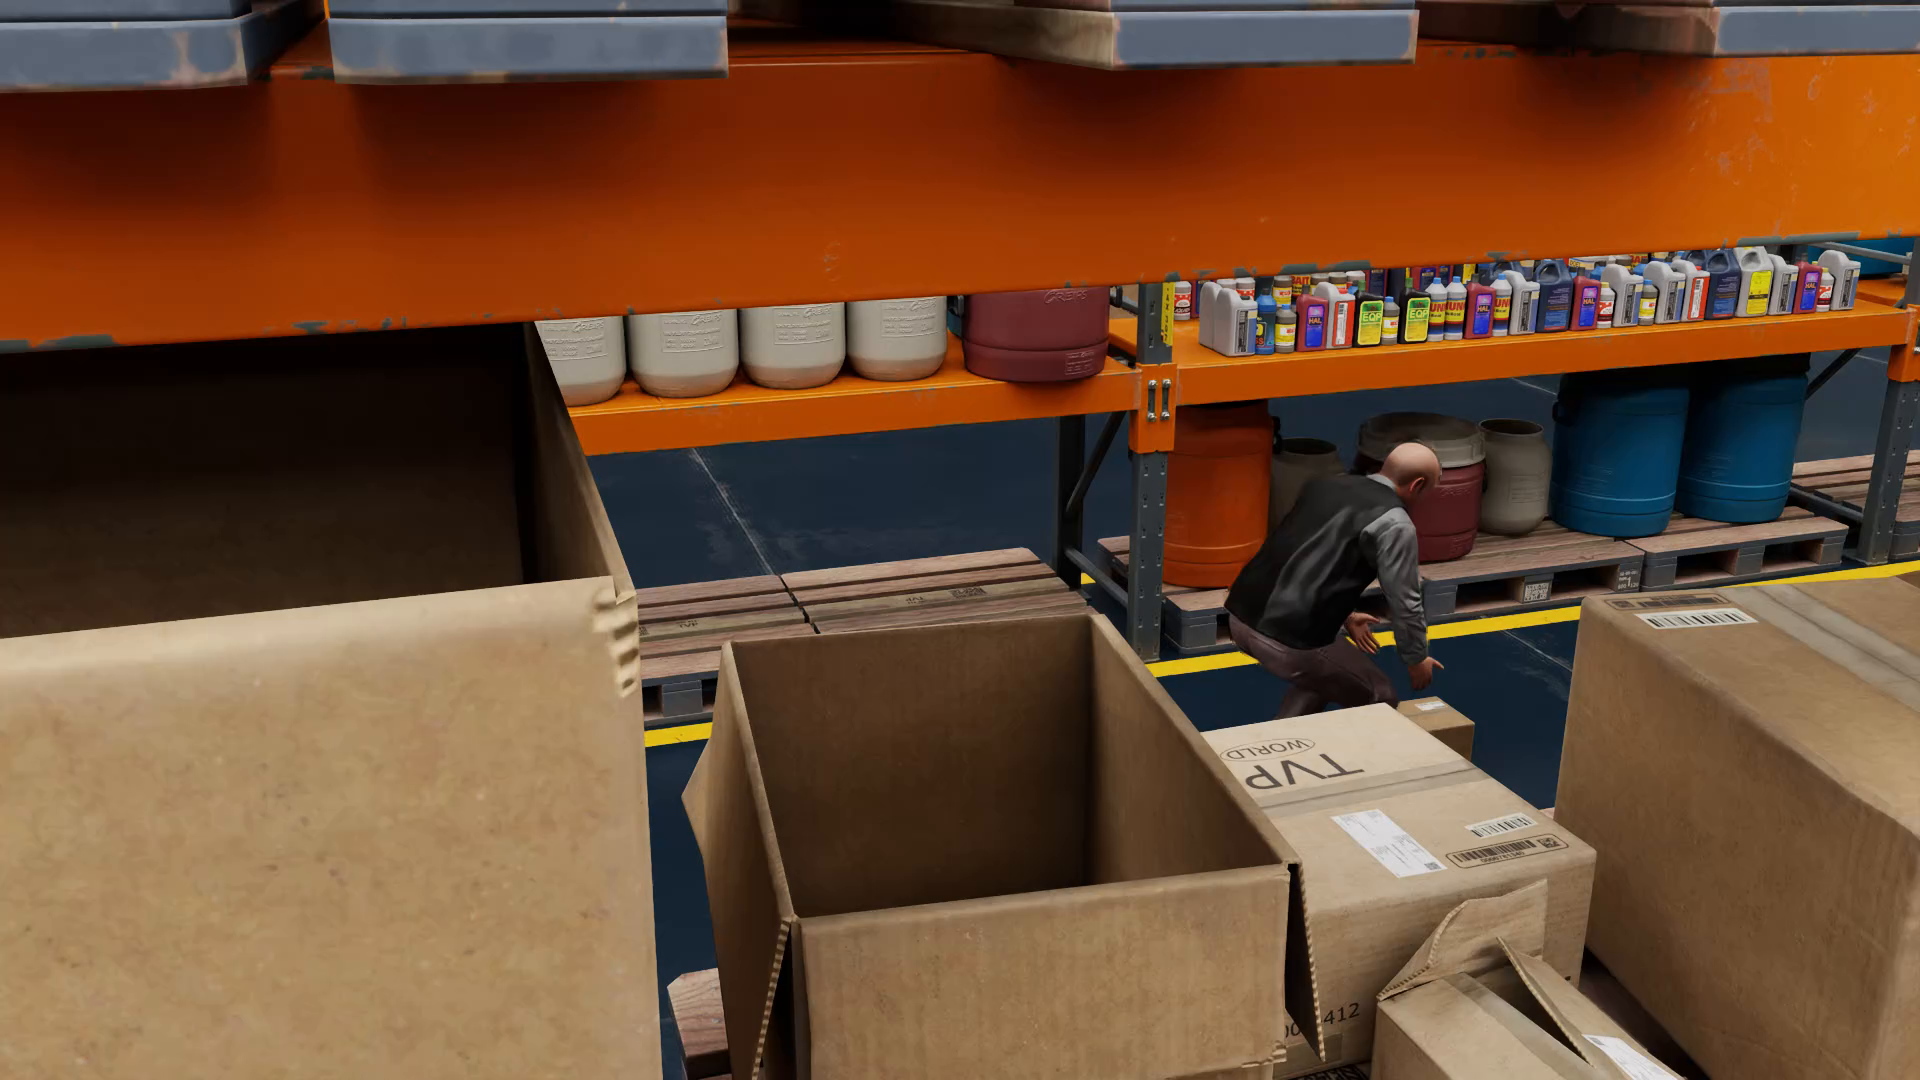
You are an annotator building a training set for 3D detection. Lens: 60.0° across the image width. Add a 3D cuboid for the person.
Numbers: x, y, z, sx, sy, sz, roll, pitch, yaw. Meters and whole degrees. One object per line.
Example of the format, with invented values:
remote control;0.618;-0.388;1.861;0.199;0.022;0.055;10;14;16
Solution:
person;1.313;0.311;5.910;0.771;1.266;0.587;-6;20;-17
